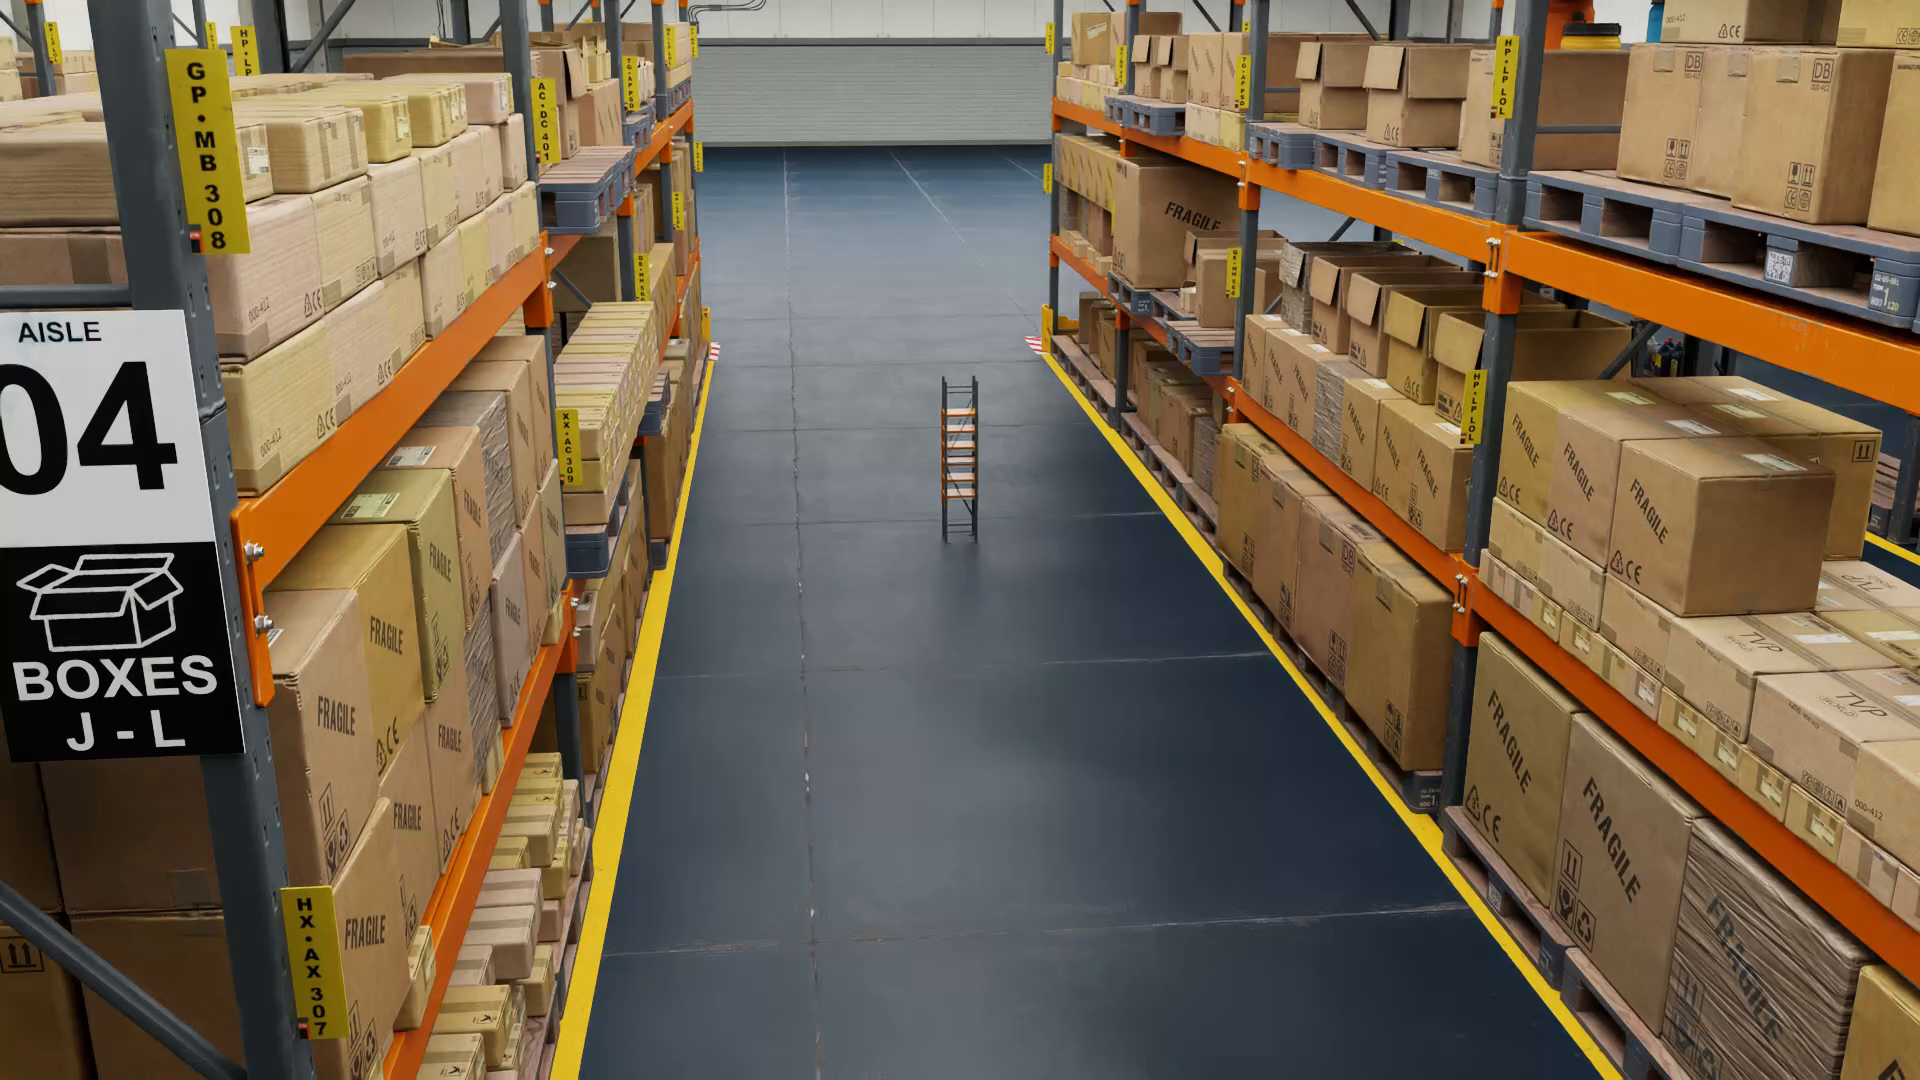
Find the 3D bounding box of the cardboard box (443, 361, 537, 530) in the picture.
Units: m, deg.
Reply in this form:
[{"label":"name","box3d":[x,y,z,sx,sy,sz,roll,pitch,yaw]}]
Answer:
[{"label":"cardboard box","box3d":[-1.803,-0.338,5.912,0.500,0.500,0.500,-2,18,-7]}]

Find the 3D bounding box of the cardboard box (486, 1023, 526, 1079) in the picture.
[{"label":"cardboard box","box3d":[-1.675,1.769,5.594,0.380,0.149,0.250,-2,18,-6]}]

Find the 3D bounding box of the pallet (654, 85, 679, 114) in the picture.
[{"label":"pallet","box3d":[-3.078,-3.973,14.964,1.003,0.211,1.213,-2,18,-6]}]

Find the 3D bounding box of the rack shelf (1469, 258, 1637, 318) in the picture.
[{"label":"rack shelf","box3d":[6.660,-2.869,17.508,1.077,0.370,4.000,-2,18,-6]}]

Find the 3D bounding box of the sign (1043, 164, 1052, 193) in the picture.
[{"label":"sign","box3d":[0.987,-4.051,18.628,0.100,0.325,0.005,-2,18,-6]}]

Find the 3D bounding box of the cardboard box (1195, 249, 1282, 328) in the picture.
[{"label":"cardboard box","box3d":[2.100,-1.842,12.169,0.700,0.500,0.500,1,17,3]}]

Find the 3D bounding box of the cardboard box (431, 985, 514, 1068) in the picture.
[{"label":"cardboard box","box3d":[-1.638,1.553,5.287,0.380,0.149,0.250,-2,17,-5]}]

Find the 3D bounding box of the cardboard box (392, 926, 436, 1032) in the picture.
[{"label":"cardboard box","box3d":[-1.516,1.092,4.110,0.380,0.149,0.250,-2,18,-7]}]

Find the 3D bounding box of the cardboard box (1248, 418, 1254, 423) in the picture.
[{"label":"cardboard box","box3d":[2.253,-0.845,12.048,0.500,0.250,0.500,-1,17,-3]}]

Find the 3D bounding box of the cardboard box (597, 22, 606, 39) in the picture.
[{"label":"cardboard box","box3d":[-3.465,-4.681,15.291,0.380,0.149,0.250,-2,18,-5]}]

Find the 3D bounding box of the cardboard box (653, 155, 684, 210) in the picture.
[{"label":"cardboard box","box3d":[-3.100,-3.363,15.828,0.875,0.550,0.550,-2,18,-6]}]

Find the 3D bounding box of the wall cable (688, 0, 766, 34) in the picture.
[{"label":"wall cable","box3d":[-6.730,-17.589,47.501,2.305,6.003,0.169,-2,18,-6]}]

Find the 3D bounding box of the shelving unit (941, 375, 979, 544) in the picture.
[{"label":"shelving unit","box3d":[-0.001,-0.577,12.011,0.258,1.200,0.189,-2,18,-6]}]

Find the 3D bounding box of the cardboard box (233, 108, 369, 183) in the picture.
[{"label":"cardboard box","box3d":[-1.562,-0.889,3.742,0.380,0.149,0.250,-2,17,-5]}]

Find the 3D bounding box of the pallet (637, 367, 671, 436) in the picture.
[{"label":"pallet","box3d":[-2.412,-0.848,10.189,1.213,0.211,1.003,-2,18,-6]}]

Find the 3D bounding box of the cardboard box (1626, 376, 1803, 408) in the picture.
[{"label":"cardboard box","box3d":[3.078,-0.379,6.878,0.500,0.500,0.500,-1,17,-4]}]

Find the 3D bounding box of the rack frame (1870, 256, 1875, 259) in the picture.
[{"label":"rack frame","box3d":[11.381,-3.960,19.782,1.000,3.000,0.127,-2,18,-6]}]

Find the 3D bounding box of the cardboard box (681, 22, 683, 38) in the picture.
[{"label":"cardboard box","box3d":[-2.914,-5.003,16.317,0.380,0.149,0.250,-2,18,-6]}]

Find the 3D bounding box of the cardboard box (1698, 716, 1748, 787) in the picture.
[{"label":"cardboard box","box3d":[2.656,0.681,5.421,0.380,0.149,0.250,-1,17,-5]}]

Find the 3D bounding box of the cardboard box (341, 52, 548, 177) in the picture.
[{"label":"cardboard box","box3d":[-2.109,-1.752,6.874,0.700,0.500,0.500,-2,18,-6]}]

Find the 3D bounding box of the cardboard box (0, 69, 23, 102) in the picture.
[{"label":"cardboard box","box3d":[-7.713,-3.547,13.010,0.500,0.250,0.500,-2,18,-7]}]

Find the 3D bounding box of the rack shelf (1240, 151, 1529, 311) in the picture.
[{"label":"rack shelf","box3d":[2.558,-1.763,8.979,1.077,0.370,4.000,-2,18,-6]}]

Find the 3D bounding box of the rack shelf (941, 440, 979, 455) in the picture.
[{"label":"rack shelf","box3d":[-0.001,-0.649,11.988,0.258,0.103,0.180,-2,18,-6]}]

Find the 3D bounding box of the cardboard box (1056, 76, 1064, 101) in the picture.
[{"label":"cardboard box","box3d":[1.320,-4.863,17.901,0.500,0.250,0.500,-1,17,-4]}]

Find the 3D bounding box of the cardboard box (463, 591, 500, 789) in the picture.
[{"label":"cardboard box","box3d":[-1.715,0.447,5.083,0.500,0.500,0.500,-2,18,-7]}]

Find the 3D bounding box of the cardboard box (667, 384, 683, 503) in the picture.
[{"label":"cardboard box","box3d":[-2.659,-0.720,12.517,1.050,0.750,0.750,-2,17,-5]}]

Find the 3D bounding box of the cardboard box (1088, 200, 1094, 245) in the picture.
[{"label":"cardboard box","box3d":[1.776,-3.235,16.809,0.875,0.500,0.500,-2,18,-6]}]

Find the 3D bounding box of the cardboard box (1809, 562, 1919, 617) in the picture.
[{"label":"cardboard box","box3d":[3.180,0.280,6.032,0.500,0.250,0.500,-1,17,-5]}]

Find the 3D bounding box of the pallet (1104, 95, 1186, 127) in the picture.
[{"label":"pallet","box3d":[1.897,-3.617,13.997,1.213,0.211,1.003,-2,18,-6]}]

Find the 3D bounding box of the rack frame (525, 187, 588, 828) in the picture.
[{"label":"rack frame","box3d":[-2.179,0.044,7.031,1.000,3.000,0.127,-2,18,-6]}]

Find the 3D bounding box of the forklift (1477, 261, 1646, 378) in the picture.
[{"label":"forklift","box3d":[5.050,-1.980,13.591,3.031,2.935,1.130,-2,18,-8]}]

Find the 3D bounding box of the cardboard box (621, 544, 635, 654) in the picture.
[{"label":"cardboard box","box3d":[-2.143,0.344,9.546,0.500,0.500,0.500,-3,18,-8]}]

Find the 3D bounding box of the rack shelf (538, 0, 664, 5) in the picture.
[{"label":"rack shelf","box3d":[-2.798,-4.072,11.994,1.077,0.370,4.000,-2,18,-6]}]

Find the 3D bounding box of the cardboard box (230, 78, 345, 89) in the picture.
[{"label":"cardboard box","box3d":[-2.313,-1.496,5.675,0.380,0.149,0.250,-2,18,-6]}]

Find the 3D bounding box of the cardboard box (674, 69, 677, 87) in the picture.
[{"label":"cardboard box","box3d":[-2.757,-4.170,14.994,0.380,0.149,0.250,-2,18,-6]}]

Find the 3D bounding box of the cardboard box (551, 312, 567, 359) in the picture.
[{"label":"cardboard box","box3d":[-2.905,-1.322,11.213,0.500,0.500,0.500,-2,18,-6]}]

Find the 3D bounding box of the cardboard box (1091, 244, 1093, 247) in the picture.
[{"label":"cardboard box","box3d":[1.535,-2.922,16.897,0.380,0.149,0.250,-2,18,-6]}]

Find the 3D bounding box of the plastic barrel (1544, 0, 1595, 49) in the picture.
[{"label":"plastic barrel","box3d":[6.630,-5.503,18.273,0.600,0.830,0.708,-2,18,-6]}]

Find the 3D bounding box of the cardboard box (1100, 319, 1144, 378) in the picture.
[{"label":"cardboard box","box3d":[1.729,-1.944,16.834,0.500,0.500,0.500,-3,18,-11]}]

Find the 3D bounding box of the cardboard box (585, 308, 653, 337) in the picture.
[{"label":"cardboard box","box3d":[-2.062,-1.306,10.054,0.380,0.149,0.250,-2,18,-6]}]

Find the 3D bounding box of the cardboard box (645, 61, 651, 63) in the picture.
[{"label":"cardboard box","box3d":[-2.772,-3.742,13.463,0.500,0.250,0.500,-2,17,-5]}]

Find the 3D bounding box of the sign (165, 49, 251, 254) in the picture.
[{"label":"sign","box3d":[-1.227,-0.630,2.708,0.100,0.325,0.005,-2,18,-6]}]

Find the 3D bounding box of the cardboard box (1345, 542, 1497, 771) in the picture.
[{"label":"cardboard box","box3d":[2.679,0.544,8.284,1.225,0.875,0.875,-2,18,-5]}]

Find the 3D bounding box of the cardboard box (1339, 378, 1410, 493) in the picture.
[{"label":"cardboard box","box3d":[2.340,-0.561,8.790,0.500,0.500,0.500,-2,18,-6]}]

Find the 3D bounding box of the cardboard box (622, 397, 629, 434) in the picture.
[{"label":"cardboard box","box3d":[-1.876,-0.622,8.373,0.380,0.149,0.250,-1,17,-3]}]

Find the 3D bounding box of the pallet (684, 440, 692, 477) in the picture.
[{"label":"pallet","box3d":[-2.850,-0.782,14.315,1.003,0.211,1.213,-2,18,-6]}]

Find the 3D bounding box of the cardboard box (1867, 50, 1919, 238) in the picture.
[{"label":"cardboard box","box3d":[3.031,-1.092,4.605,0.700,0.500,0.500,-3,18,-9]}]

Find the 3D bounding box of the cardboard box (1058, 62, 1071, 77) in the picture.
[{"label":"cardboard box","box3d":[1.256,-5.035,17.785,0.380,0.149,0.250,-1,17,-4]}]

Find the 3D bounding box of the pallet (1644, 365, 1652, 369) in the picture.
[{"label":"pallet","box3d":[6.709,-1.851,17.722,1.003,0.211,1.213,-2,18,-6]}]

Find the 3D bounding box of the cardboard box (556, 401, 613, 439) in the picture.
[{"label":"cardboard box","box3d":[-1.797,-0.535,7.599,0.380,0.149,0.250,-1,17,-4]}]

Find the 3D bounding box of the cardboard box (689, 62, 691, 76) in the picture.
[{"label":"cardboard box","box3d":[-3.020,-4.927,17.408,0.380,0.149,0.250,-2,18,-5]}]

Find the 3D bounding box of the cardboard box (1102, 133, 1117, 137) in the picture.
[{"label":"cardboard box","box3d":[1.830,-4.165,18.104,0.500,0.500,0.500,-2,18,-6]}]

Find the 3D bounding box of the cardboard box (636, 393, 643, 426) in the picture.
[{"label":"cardboard box","box3d":[-1.957,-0.714,9.161,0.380,0.149,0.250,-1,17,-4]}]

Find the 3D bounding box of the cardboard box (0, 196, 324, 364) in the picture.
[{"label":"cardboard box","box3d":[-1.555,-0.505,3.184,0.500,0.250,0.500,-1,17,-5]}]

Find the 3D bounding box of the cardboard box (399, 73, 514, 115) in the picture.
[{"label":"cardboard box","box3d":[-1.875,-1.660,6.199,0.380,0.149,0.250,-3,18,-8]}]
